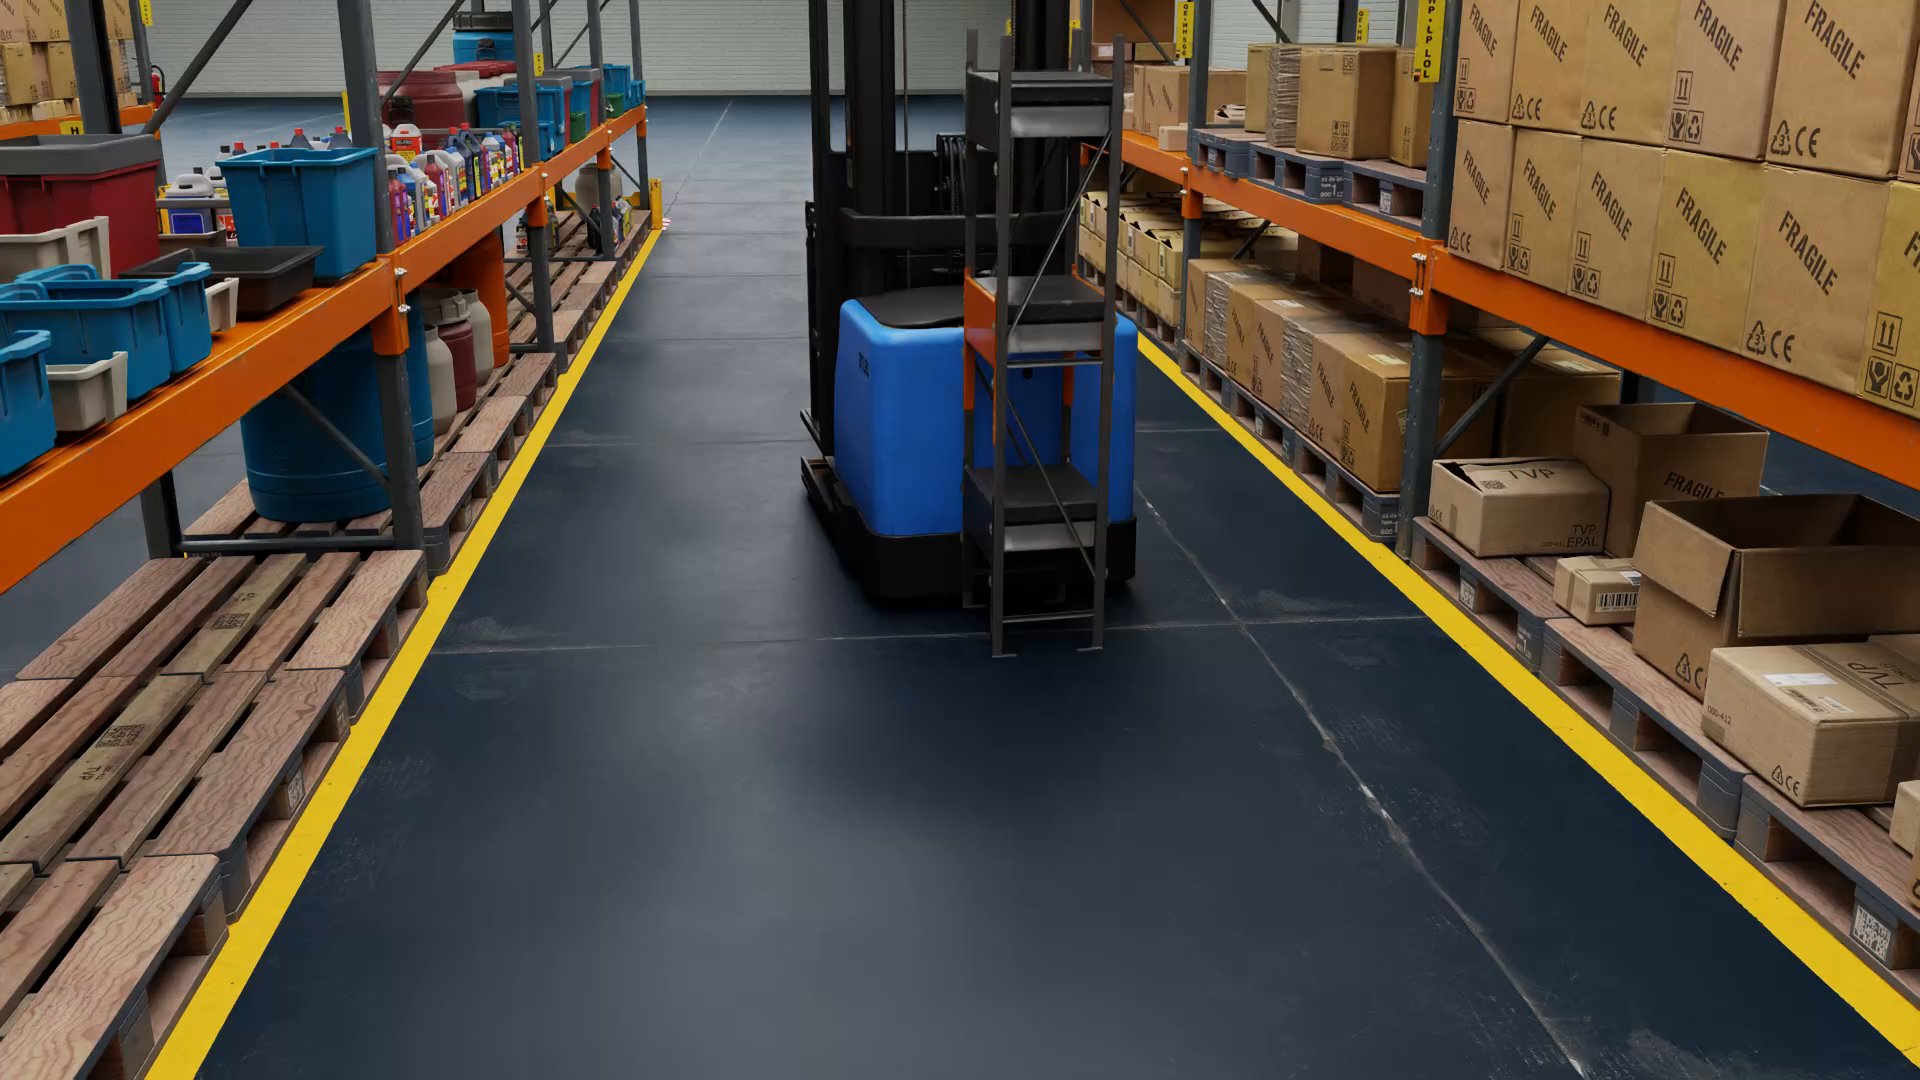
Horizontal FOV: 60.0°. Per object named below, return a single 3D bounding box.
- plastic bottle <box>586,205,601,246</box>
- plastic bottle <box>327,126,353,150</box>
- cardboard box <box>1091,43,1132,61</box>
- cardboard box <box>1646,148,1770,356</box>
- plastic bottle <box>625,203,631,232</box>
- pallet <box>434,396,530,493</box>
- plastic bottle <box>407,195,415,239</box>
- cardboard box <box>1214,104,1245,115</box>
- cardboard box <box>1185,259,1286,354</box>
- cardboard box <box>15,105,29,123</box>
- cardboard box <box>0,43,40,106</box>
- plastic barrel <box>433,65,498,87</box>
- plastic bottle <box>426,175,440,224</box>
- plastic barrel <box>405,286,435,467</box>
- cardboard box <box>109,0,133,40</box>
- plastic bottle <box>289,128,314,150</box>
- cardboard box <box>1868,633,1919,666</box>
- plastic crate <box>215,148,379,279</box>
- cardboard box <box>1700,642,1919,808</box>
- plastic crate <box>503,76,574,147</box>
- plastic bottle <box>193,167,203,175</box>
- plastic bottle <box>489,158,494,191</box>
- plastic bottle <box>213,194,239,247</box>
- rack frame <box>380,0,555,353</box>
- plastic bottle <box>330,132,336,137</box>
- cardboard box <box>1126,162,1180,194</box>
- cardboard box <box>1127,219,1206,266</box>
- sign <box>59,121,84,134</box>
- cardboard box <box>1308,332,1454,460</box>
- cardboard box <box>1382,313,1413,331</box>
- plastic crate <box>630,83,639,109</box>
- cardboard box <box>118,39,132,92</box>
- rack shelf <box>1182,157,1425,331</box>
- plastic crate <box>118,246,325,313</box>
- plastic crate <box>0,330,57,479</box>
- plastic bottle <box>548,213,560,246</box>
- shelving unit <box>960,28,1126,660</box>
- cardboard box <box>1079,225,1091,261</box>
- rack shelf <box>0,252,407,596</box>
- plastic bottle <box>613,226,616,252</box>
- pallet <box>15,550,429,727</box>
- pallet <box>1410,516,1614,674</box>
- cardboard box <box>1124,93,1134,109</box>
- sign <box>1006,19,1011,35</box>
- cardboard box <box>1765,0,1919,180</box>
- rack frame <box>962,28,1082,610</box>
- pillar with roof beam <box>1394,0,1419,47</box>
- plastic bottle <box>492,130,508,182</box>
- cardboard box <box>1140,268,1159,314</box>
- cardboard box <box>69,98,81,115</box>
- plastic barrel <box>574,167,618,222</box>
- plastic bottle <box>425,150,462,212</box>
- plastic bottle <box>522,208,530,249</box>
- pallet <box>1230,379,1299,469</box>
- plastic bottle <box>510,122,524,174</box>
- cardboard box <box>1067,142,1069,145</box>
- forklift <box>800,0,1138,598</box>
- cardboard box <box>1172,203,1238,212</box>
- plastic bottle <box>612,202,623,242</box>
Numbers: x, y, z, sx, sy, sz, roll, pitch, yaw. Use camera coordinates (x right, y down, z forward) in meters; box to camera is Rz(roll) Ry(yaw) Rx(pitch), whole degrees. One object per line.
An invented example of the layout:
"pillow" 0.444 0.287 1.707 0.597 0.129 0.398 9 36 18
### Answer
"plastic bottle" -3.237 -2.795 14.761 0.144 0.351 0.185 -2 18 -6
"plastic bottle" -2.994 -1.830 8.081 0.144 0.351 0.185 -2 18 -6
"cardboard box" 1.263 -4.184 14.246 0.380 0.149 0.250 -2 18 -6
"cardboard box" 2.271 -0.803 4.561 0.500 0.500 0.500 -2 18 -6
"plastic bottle" -3.197 -3.052 15.702 0.152 0.276 0.135 -2 18 -7
"pallet" -2.765 -0.482 8.360 1.003 0.211 1.213 -2 18 -6
"plastic bottle" -2.255 -1.318 6.700 0.097 0.201 0.097 0 17 0
"cardboard box" 2.018 -2.791 11.207 0.500 0.311 0.500 -2 18 -6
"cardboard box" 1.680 -1.434 10.174 0.500 0.500 0.500 -1 17 -3
"cardboard box" -8.174 -3.624 14.131 0.380 0.149 0.250 -2 18 -6
"cardboard box" -8.351 -3.923 14.002 0.875 0.500 0.500 -2 18 -6
"plastic barrel" -3.422 -3.026 11.581 0.433 0.535 0.433 0 17 0
"plastic bottle" -2.309 -1.474 7.197 0.097 0.201 0.097 0 17 0
"plastic barrel" -2.710 -0.790 7.487 0.600 0.901 0.708 -2 18 -6
"cardboard box" -8.459 -5.150 16.239 0.500 0.500 0.500 -2 18 -6
"plastic bottle" -3.131 -1.785 7.939 0.144 0.351 0.185 -2 18 -6
"cardboard box" 2.865 0.456 4.572 0.500 0.250 0.500 -2 18 -6
"plastic crate" -2.210 -1.109 5.630 0.392 0.384 0.575 -2 18 -6
"cardboard box" 2.373 0.486 4.476 0.500 0.250 0.500 -2 18 -6
"plastic crate" -2.872 -2.930 11.396 0.402 0.464 0.583 -2 18 -6
"plastic bottle" -3.029 -1.336 6.620 0.061 0.283 0.133 -2 18 -6
"plastic bottle" -2.456 -1.900 8.553 0.097 0.201 0.097 0 17 0
"plastic bottle" -2.838 -1.239 6.448 0.097 0.201 0.097 0 17 0
"rack frame" -3.010 -2.409 9.842 1.000 3.000 0.127 -2 18 -6
"plastic bottle" -3.247 -1.966 8.627 0.061 0.283 0.133 -2 18 -6
"cardboard box" 1.768 -3.147 14.829 0.500 0.500 0.500 -2 18 -6
"cardboard box" 1.509 -2.170 12.035 0.500 0.311 0.500 -2 18 -6
"sign" -3.145 -1.333 5.952 0.100 0.325 0.005 -2 18 -6
"cardboard box" 1.951 -0.672 7.748 0.500 0.500 0.500 -2 18 -5
"cardboard box" 2.412 -0.846 8.301 0.500 0.500 0.500 -2 17 -5
"plastic crate" -3.425 -4.388 16.394 0.499 0.251 0.408 -2 18 -6
"cardboard box" -8.732 -4.664 16.362 0.875 0.500 0.500 -2 18 -6
"rack shelf" 2.123 -1.622 8.535 1.077 0.370 4.000 -2 18 -6
"plastic crate" -2.215 -0.789 5.042 0.437 0.125 0.590 -2 18 -6
"plastic crate" -1.951 -0.254 3.157 0.416 0.233 0.300 -2 18 -6
"plastic bottle" -3.651 -2.763 14.783 0.152 0.276 0.135 -2 18 -6
"shelving unit" 0.265 -0.664 5.760 0.431 2.100 0.503 -4 20 -12
"cardboard box" 1.300 -2.513 14.063 0.500 0.250 0.500 -2 18 -7
"rack shelf" -2.391 -0.278 4.255 1.077 0.370 4.000 -2 18 -6
"plastic bottle" -3.020 -2.617 14.326 0.097 0.271 0.097 0 17 0
"pallet" -2.483 0.331 5.769 1.003 0.211 1.213 -2 18 -6
"pallet" 2.400 0.166 6.295 1.003 0.211 1.213 -2 18 -6
"cardboard box" 1.599 -3.536 13.681 0.500 0.250 0.500 -1 17 -2
"sign" 0.539 -5.380 17.727 0.100 0.325 0.005 -2 18 -6
"cardboard box" 2.312 -1.131 3.935 0.500 0.500 0.500 -1 17 -4
"rack frame" 0.214 -0.743 5.985 0.400 2.100 0.015 -4 20 -12
"pillar with roof beam" 2.051 -9.433 22.201 9.100 9.000 0.400 -2 18 -6
"plastic bottle" -2.506 -2.078 9.004 0.097 0.271 0.097 0 17 0
"cardboard box" 1.564 -1.752 11.639 0.500 0.250 0.500 -2 18 -6
"cardboard box" -8.268 -3.997 15.321 0.380 0.149 0.250 -2 18 -6
"plastic barrel" -3.640 -3.463 16.651 0.421 0.512 0.421 0 17 0
"plastic bottle" -2.386 -1.652 7.640 0.152 0.276 0.135 -2 18 -6
"plastic bottle" -3.776 -2.730 14.551 0.144 0.351 0.185 -2 18 -7
"pallet" 2.079 -0.644 8.876 1.003 0.211 1.213 -2 18 -6
"plastic bottle" -2.544 -2.246 9.517 0.061 0.283 0.133 -2 18 -6
"cardboard box" 1.044 -3.726 16.676 0.500 0.500 0.500 -2 18 -6
"forklift" -0.136 -1.582 7.324 1.130 2.935 3.031 -4 18 -12
"cardboard box" 1.941 -2.493 13.063 0.500 0.311 0.500 -2 18 -6
"plastic bottle" -3.113 -2.856 14.955 0.144 0.351 0.185 -3 18 -8
